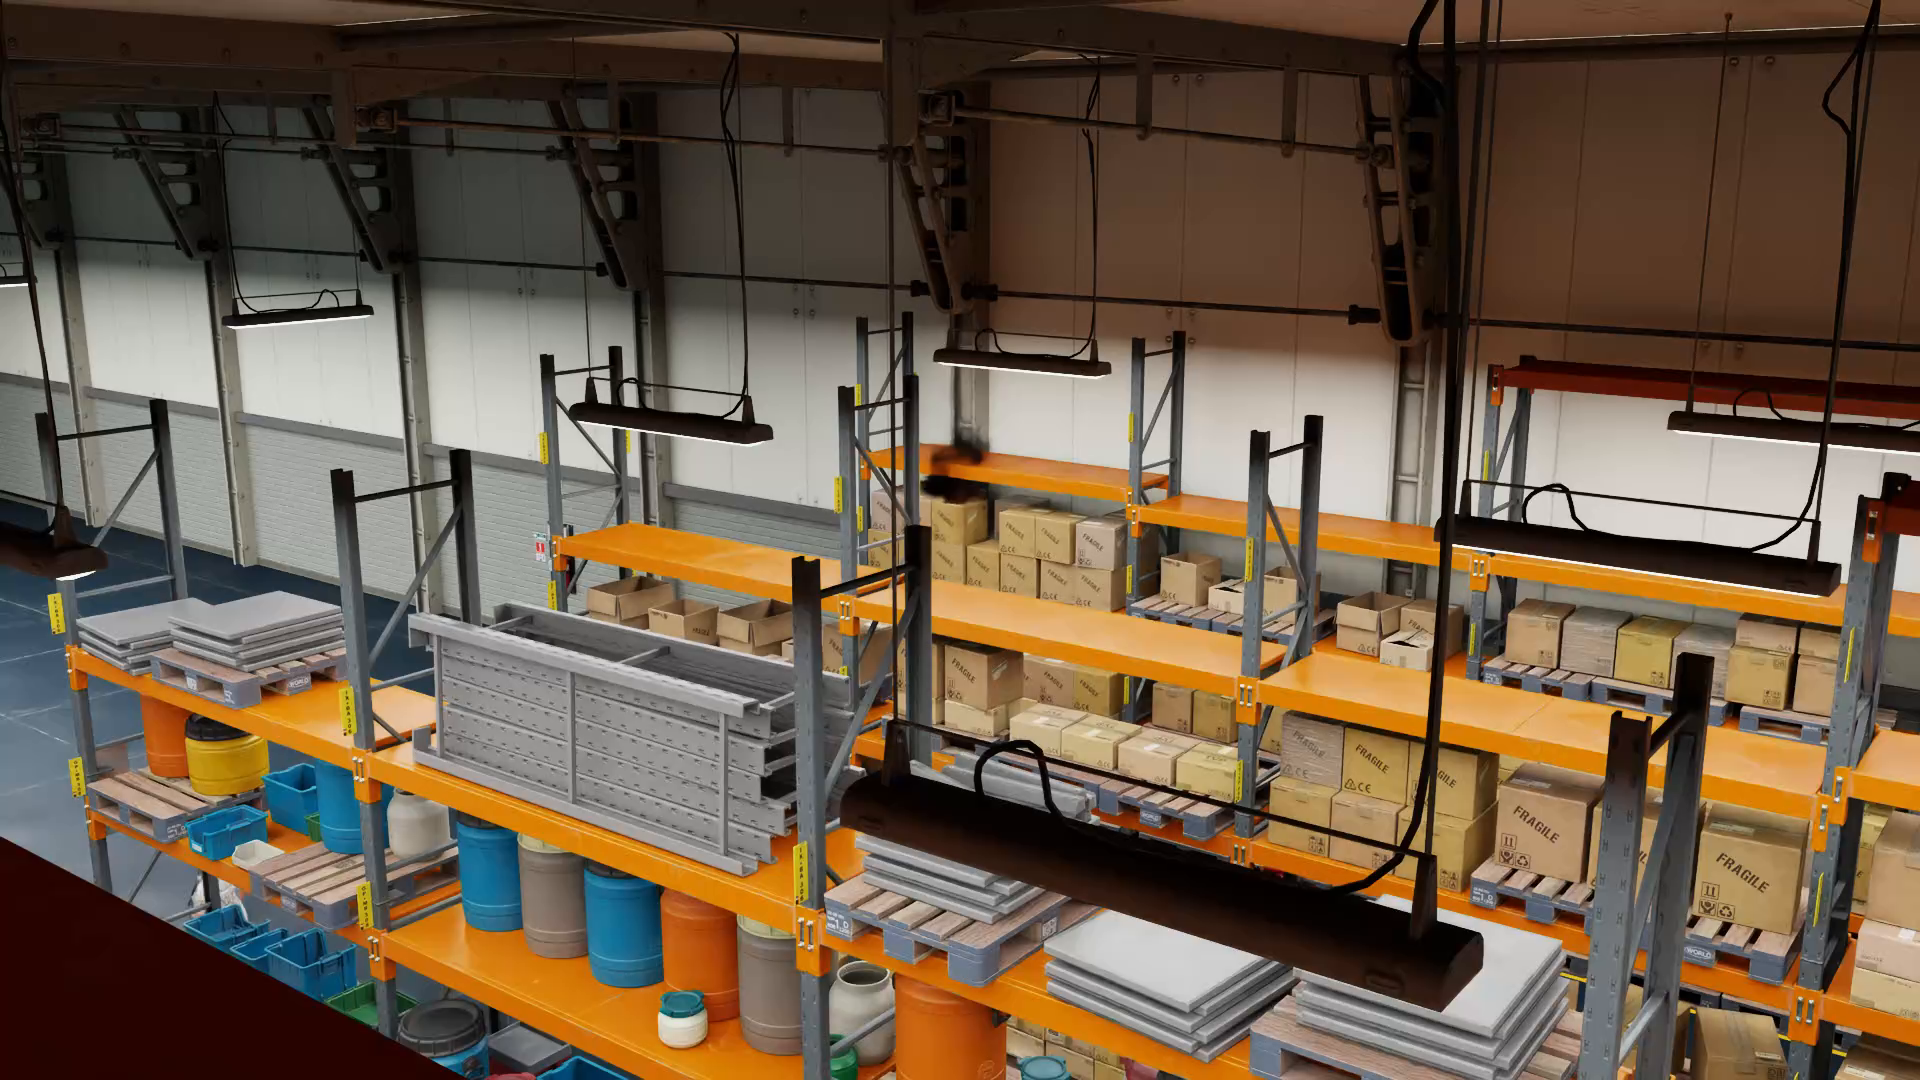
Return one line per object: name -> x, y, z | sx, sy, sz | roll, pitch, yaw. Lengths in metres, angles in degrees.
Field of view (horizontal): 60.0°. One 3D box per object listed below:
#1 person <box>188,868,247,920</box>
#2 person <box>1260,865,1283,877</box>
person -> -6.934, 3.655, 15.695 | 0.928, 1.759, 0.699 | 1, 13, 3
person -> 2.810, 3.683, 15.471 | 0.603, 1.739, 0.664 | 8, 16, 32
